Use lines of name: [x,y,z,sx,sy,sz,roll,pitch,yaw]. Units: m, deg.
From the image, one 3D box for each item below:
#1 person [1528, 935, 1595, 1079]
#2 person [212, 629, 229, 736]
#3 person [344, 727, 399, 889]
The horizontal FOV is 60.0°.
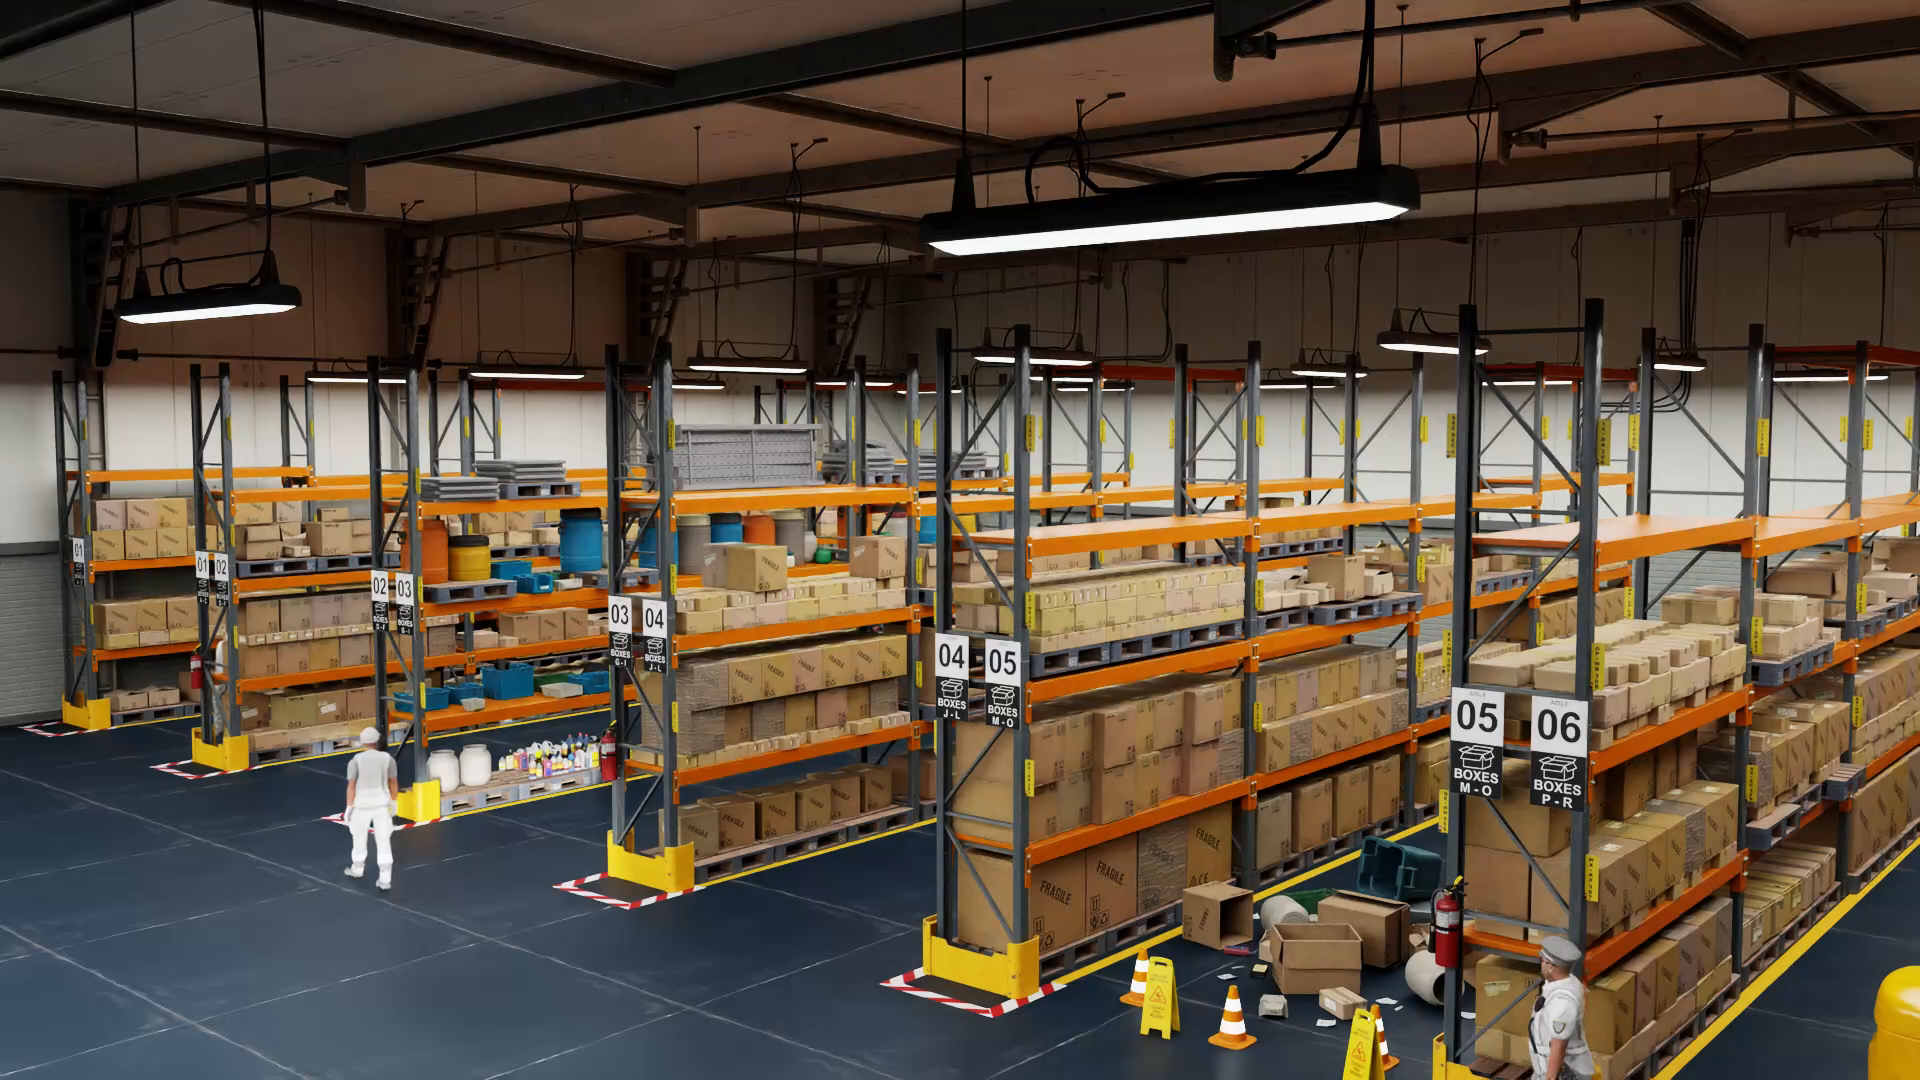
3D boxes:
person: [3.990,3.478,10.914,0.553,1.759,0.516,1,4,10]
person: [-12.057,2.313,27.345,0.581,1.811,0.642,0,4,2]
person: [-6.563,2.936,18.487,0.625,1.724,0.993,-3,5,-35]
